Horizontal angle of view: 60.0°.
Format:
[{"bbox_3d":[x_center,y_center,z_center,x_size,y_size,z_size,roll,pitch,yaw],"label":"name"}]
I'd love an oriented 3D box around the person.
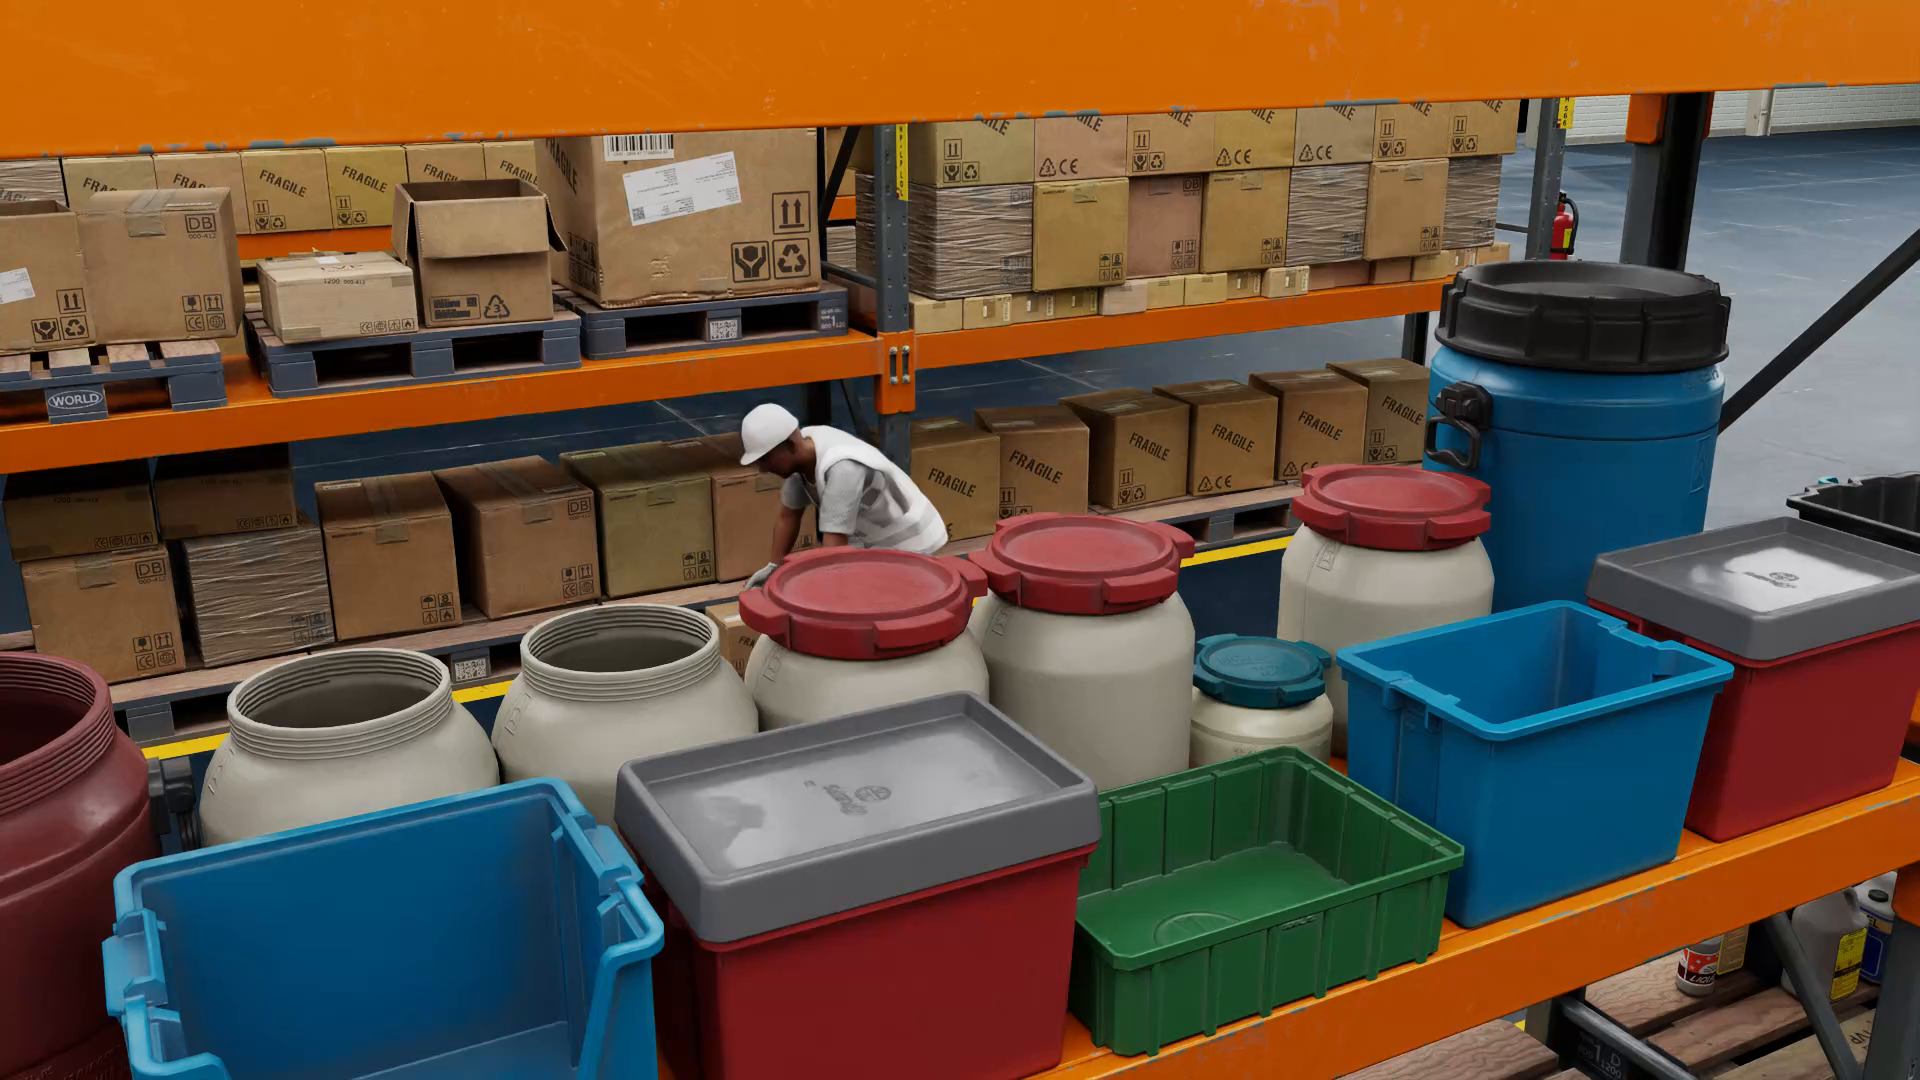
[{"bbox_3d":[-0.458,0.064,6.619,0.811,1.293,0.610,-7,19,-20],"label":"person"}]
